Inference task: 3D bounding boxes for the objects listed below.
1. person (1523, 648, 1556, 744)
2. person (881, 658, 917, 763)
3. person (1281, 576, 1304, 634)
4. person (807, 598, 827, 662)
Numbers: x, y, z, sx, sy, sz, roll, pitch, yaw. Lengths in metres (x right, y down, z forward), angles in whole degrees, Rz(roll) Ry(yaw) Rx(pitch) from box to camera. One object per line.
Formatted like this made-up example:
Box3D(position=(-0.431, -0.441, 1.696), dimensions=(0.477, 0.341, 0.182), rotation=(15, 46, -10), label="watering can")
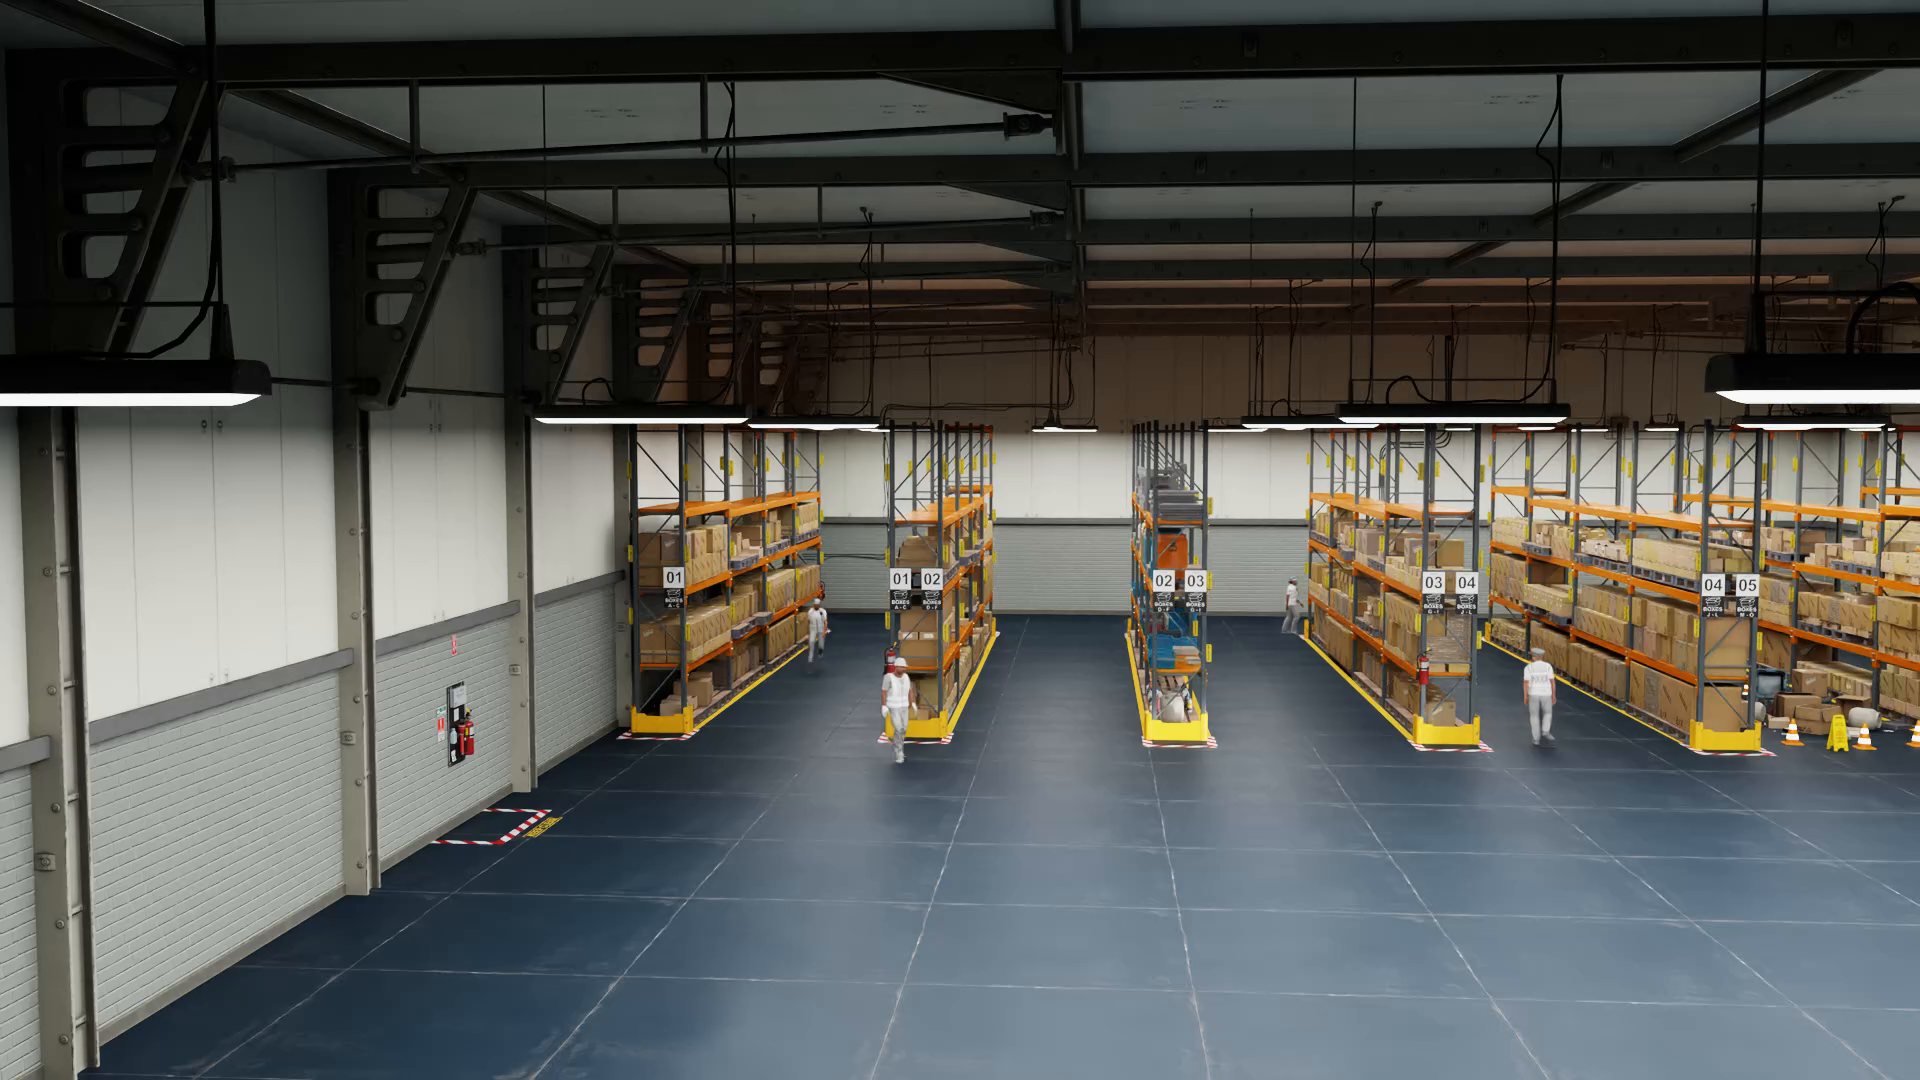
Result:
Box3D(position=(10.731, 2.885, 30.801), dimensions=(0.581, 1.754, 0.479), rotation=(1, 4, 17), label="person")
Box3D(position=(-1.035, 2.998, 29.298), dimensions=(0.581, 1.832, 0.592), rotation=(-3, 5, -39), label="person")
Box3D(position=(9.581, 1.905, 47.882), dimensions=(0.617, 1.719, 0.570), rotation=(1, 4, 12), label="person")
Box3D(position=(-3.464, 2.171, 40.230), dimensions=(0.515, 1.510, 1.042), rotation=(0, 4, -8), label="person")
